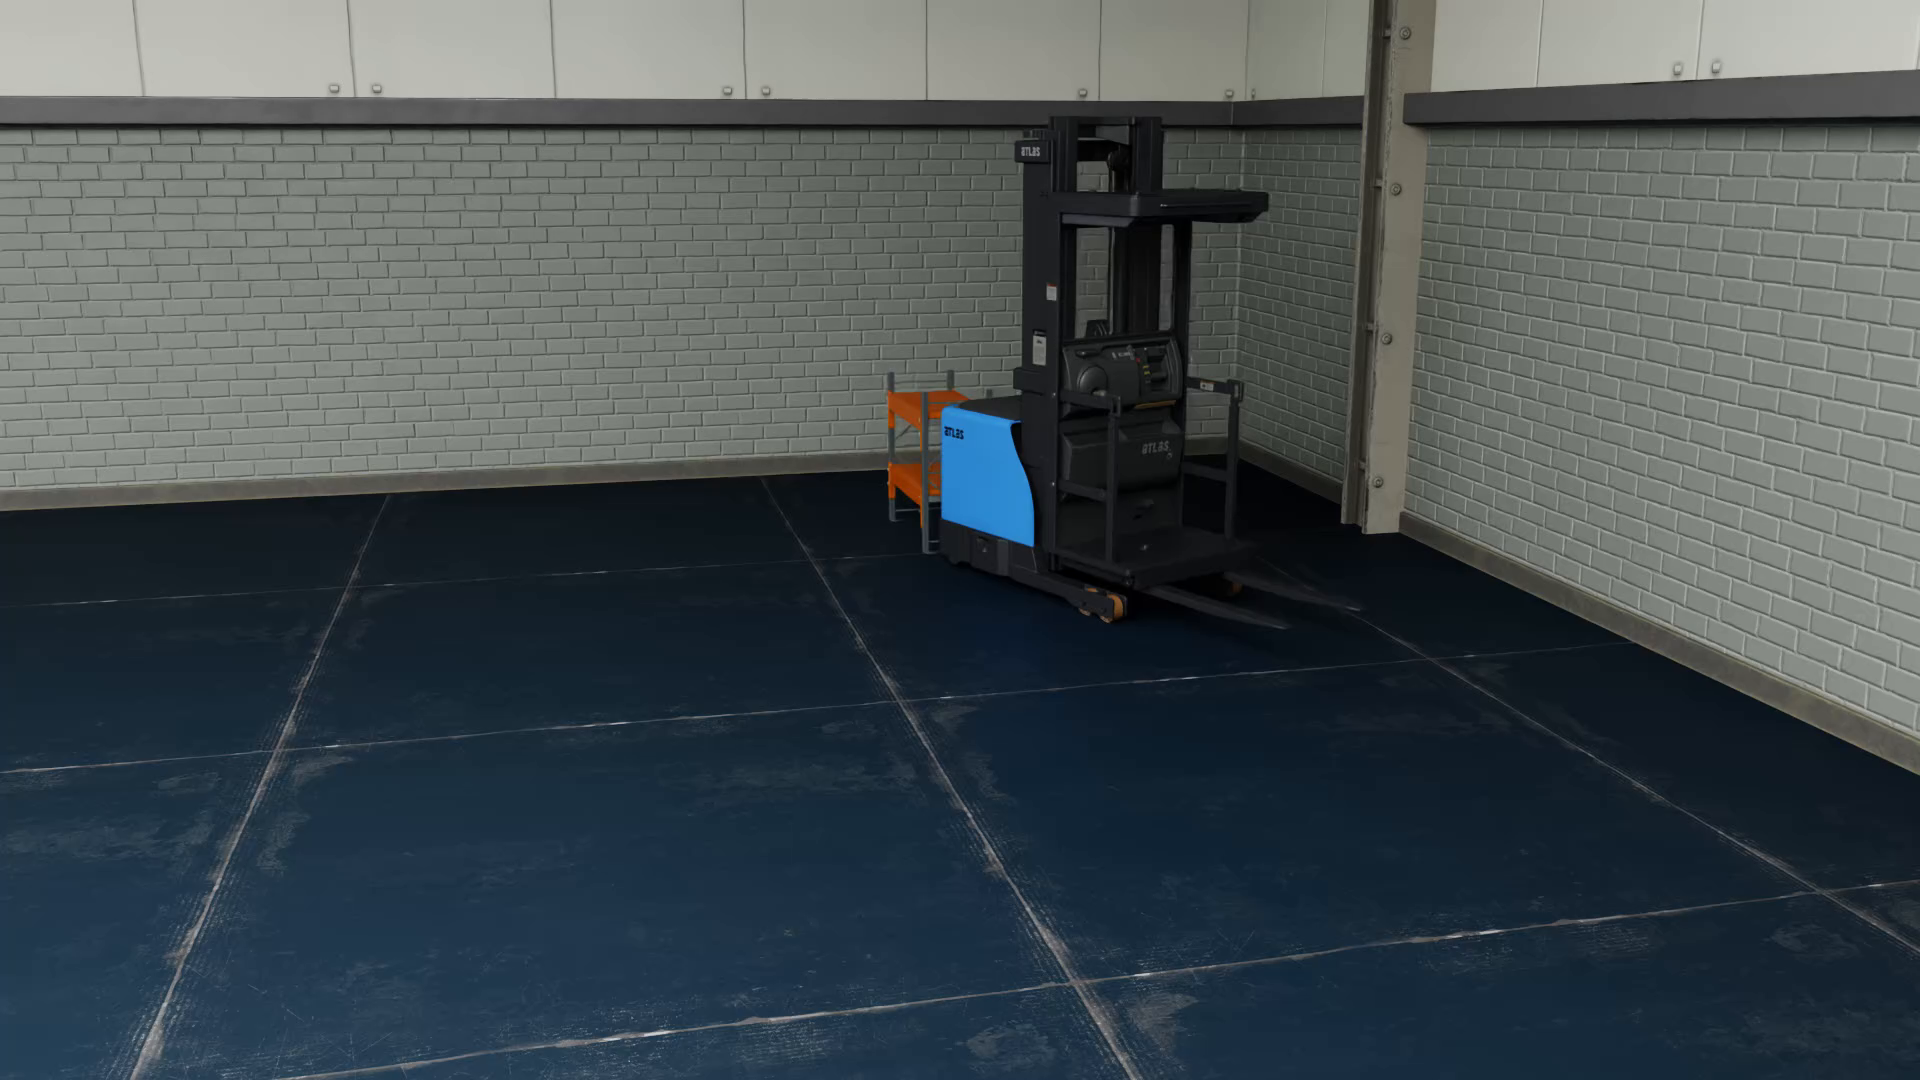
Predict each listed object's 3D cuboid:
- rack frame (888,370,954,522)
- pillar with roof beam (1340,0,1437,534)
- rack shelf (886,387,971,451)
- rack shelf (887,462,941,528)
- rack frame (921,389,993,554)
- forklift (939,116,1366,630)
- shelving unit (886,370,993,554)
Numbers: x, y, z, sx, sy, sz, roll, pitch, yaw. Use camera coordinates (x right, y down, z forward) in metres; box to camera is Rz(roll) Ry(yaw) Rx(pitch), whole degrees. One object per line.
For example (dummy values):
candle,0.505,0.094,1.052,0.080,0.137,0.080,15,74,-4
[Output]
rack frame,-0.289,-0.704,12.438,0.500,1.125,0.032,-4,14,-15
pillar with roof beam,-1.136,-4.229,10.274,9.100,9.000,0.400,-3,14,-13
rack shelf,-0.154,-0.872,11.893,0.538,0.278,1.000,-4,14,-15
rack shelf,-0.154,-0.350,12.020,0.538,0.278,1.000,-4,14,-15
rack frame,-0.019,-0.471,11.486,0.500,1.125,0.032,-4,14,-15
forklift,1.134,-1.063,10.102,1.130,2.935,3.031,-10,17,-35
shelving unit,-0.154,-0.588,11.962,0.538,1.125,1.048,-4,14,-15
